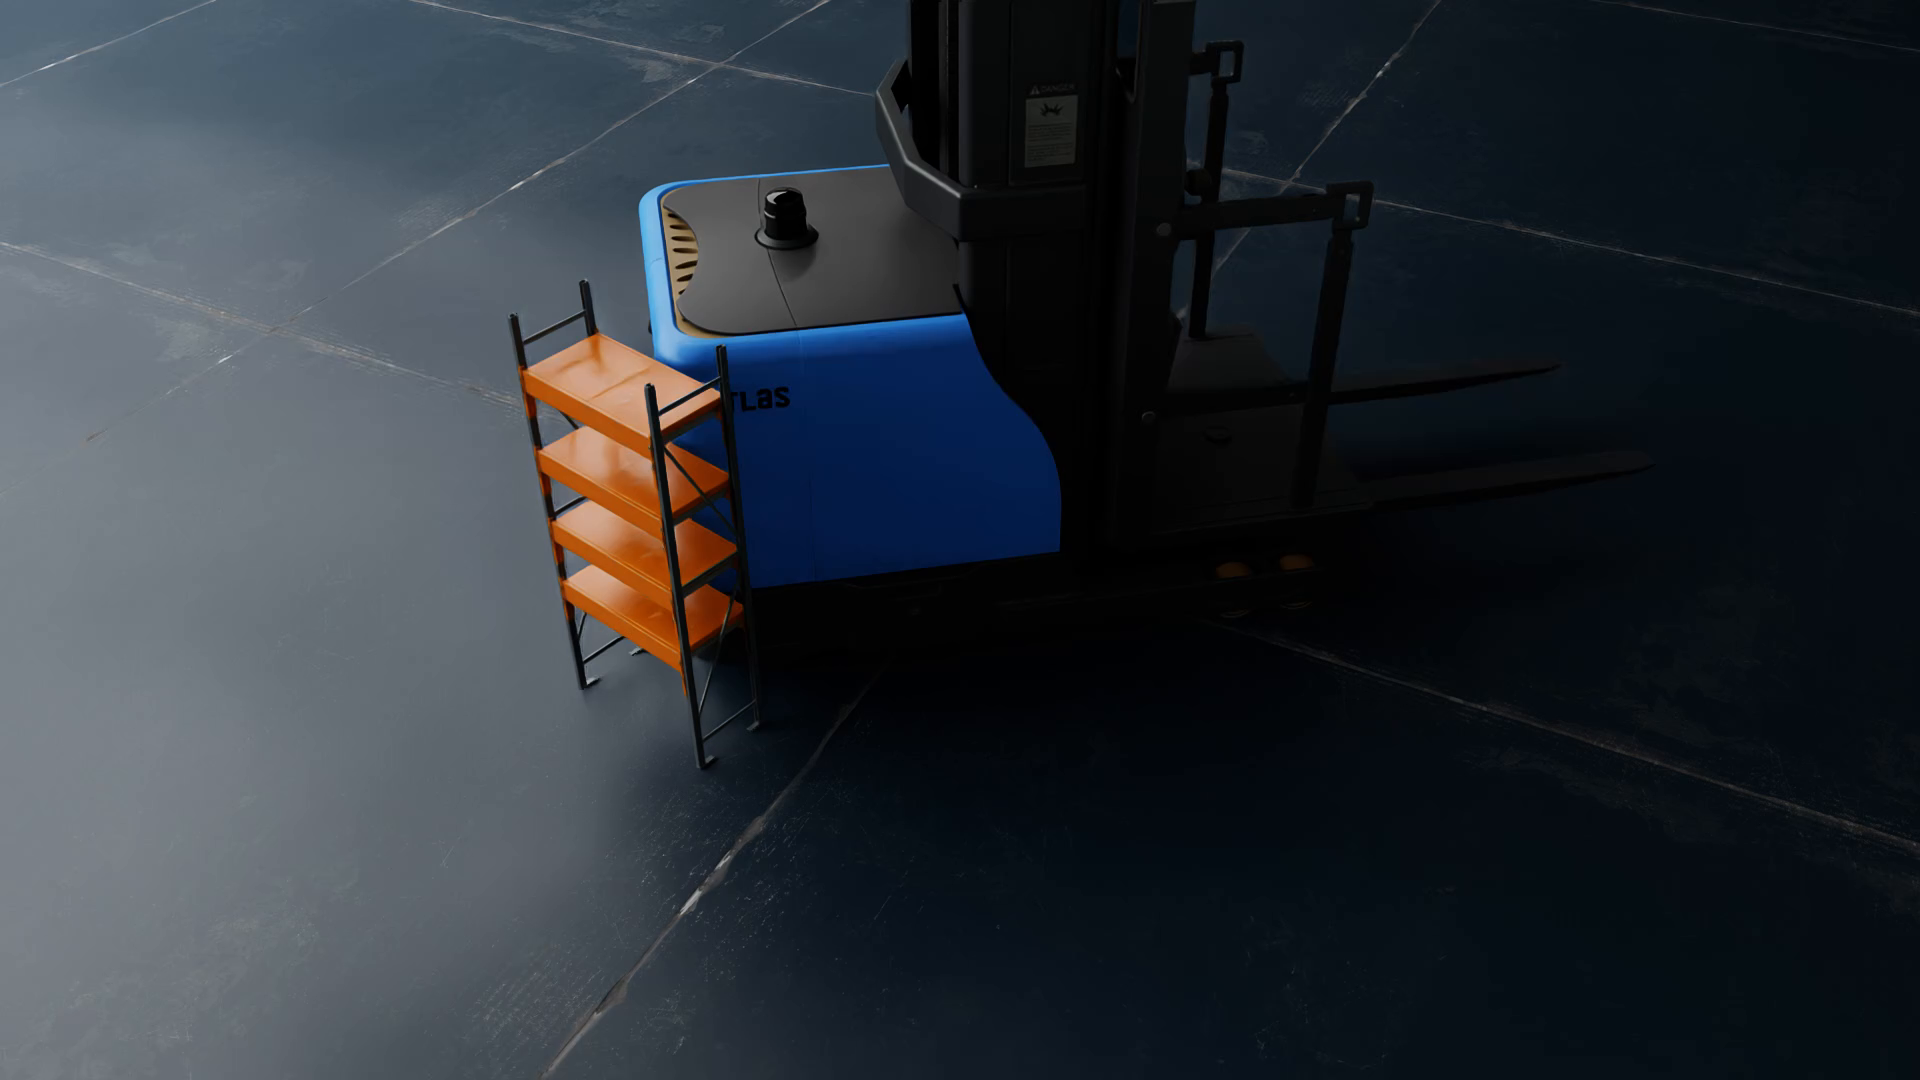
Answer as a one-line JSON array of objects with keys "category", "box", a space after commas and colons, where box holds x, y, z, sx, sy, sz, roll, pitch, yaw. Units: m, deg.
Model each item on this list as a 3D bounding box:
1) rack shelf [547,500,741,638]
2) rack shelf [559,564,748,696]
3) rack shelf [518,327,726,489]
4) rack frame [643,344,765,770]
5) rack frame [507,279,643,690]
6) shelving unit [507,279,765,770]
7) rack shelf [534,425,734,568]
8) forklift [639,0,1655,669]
[{"category": "rack shelf", "box": [-0.810, 0.037, 4.319, 0.480, 0.148, 0.258, 27, 45, 31]}, {"category": "rack shelf", "box": [-0.810, 0.195, 4.439, 0.480, 0.148, 0.258, 27, 45, 31]}, {"category": "rack shelf", "box": [-0.812, -0.328, 4.039, 0.480, 0.148, 0.258, 27, 45, 31]}, {"category": "rack frame", "box": [-0.624, 0.079, 4.153, 0.015, 1.200, 0.240, 27, 45, 31]}, {"category": "rack frame", "box": [-0.997, -0.111, 4.403, 0.015, 1.200, 0.240, 27, 45, 31]}, {"category": "shelving unit", "box": [-0.811, -0.016, 4.278, 0.503, 1.200, 0.258, 27, 45, 31]}, {"category": "rack shelf", "box": [-0.811, -0.140, 4.183, 0.480, 0.148, 0.258, 27, 45, 31]}, {"category": "forklift", "box": [0.625, -1.244, 4.464, 3.031, 2.935, 1.130, -7, 38, -9]}]
